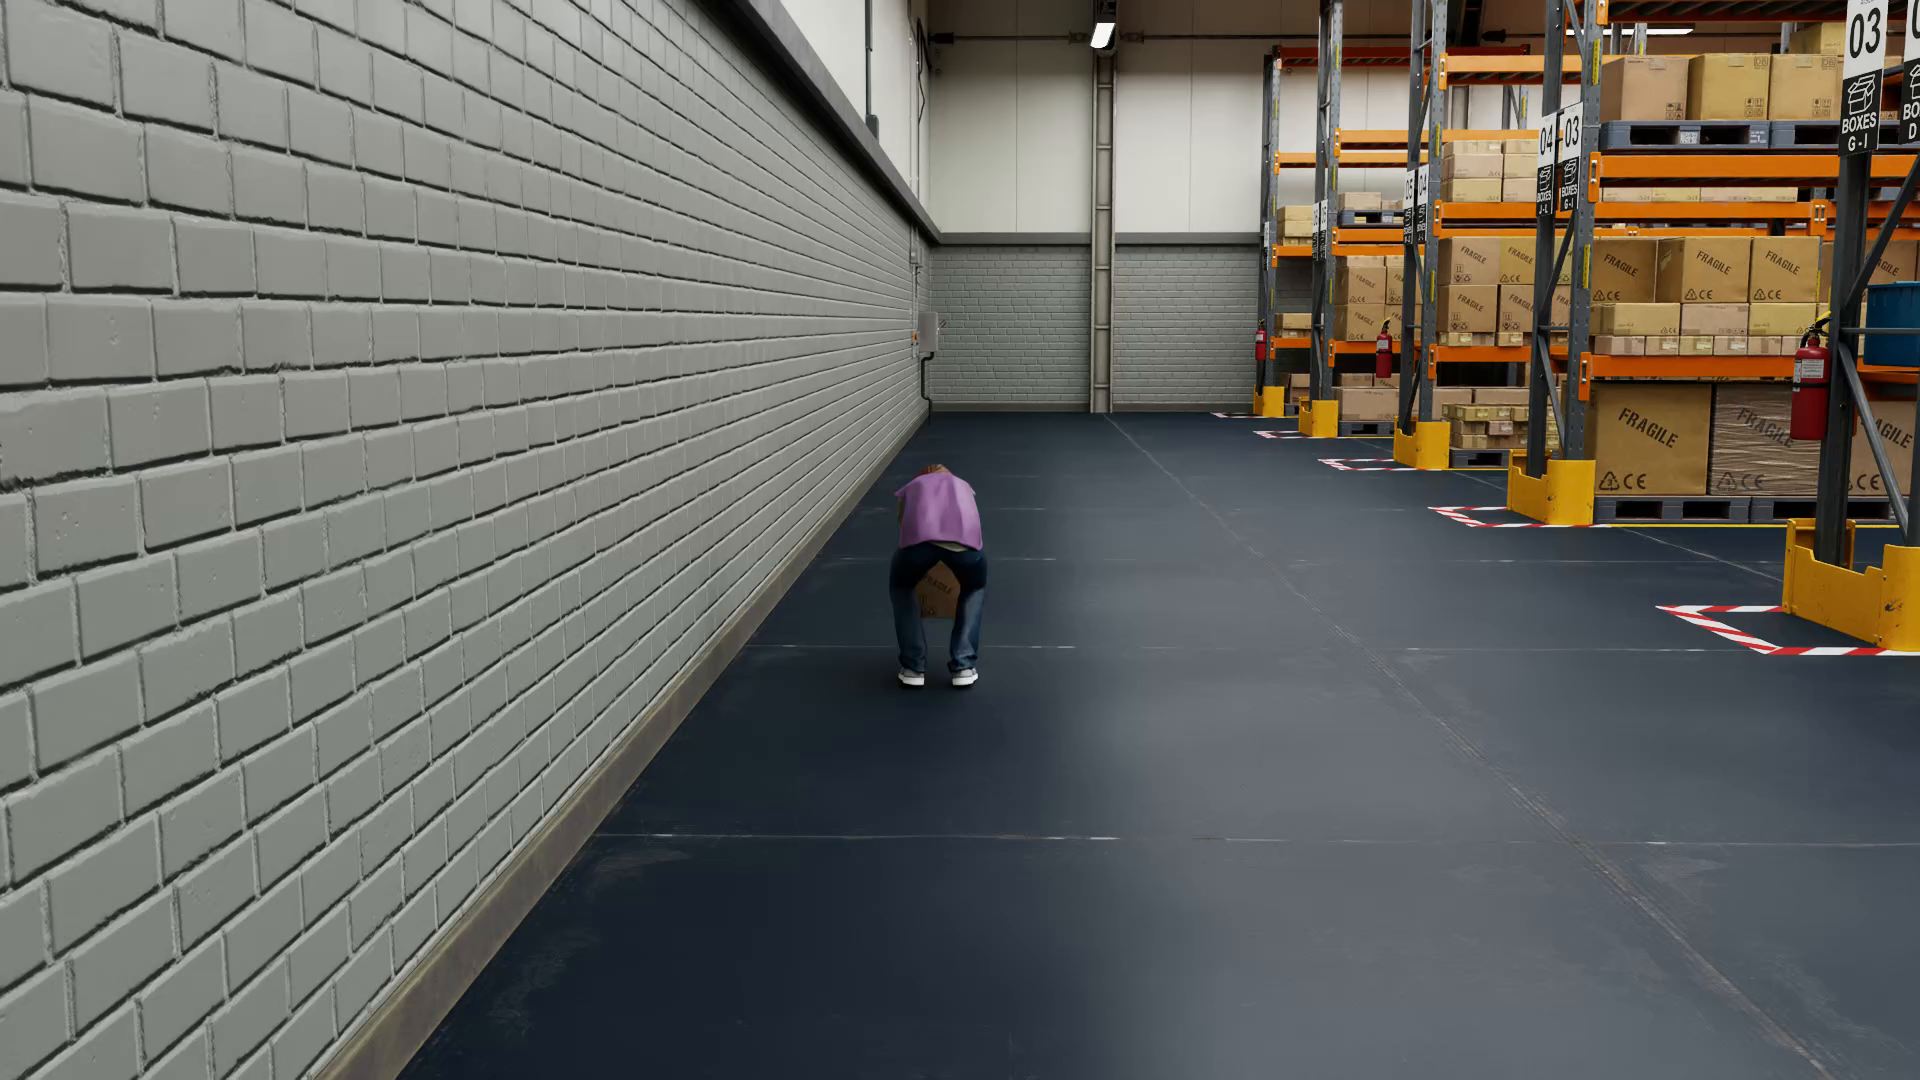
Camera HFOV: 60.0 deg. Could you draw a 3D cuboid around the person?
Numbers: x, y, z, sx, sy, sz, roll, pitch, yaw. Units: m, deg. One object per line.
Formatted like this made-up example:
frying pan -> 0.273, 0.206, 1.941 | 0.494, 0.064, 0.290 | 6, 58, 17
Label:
person -> -0.097, 0.149, 7.306 | 0.431, 0.918, 0.861 | 0, 7, -1
